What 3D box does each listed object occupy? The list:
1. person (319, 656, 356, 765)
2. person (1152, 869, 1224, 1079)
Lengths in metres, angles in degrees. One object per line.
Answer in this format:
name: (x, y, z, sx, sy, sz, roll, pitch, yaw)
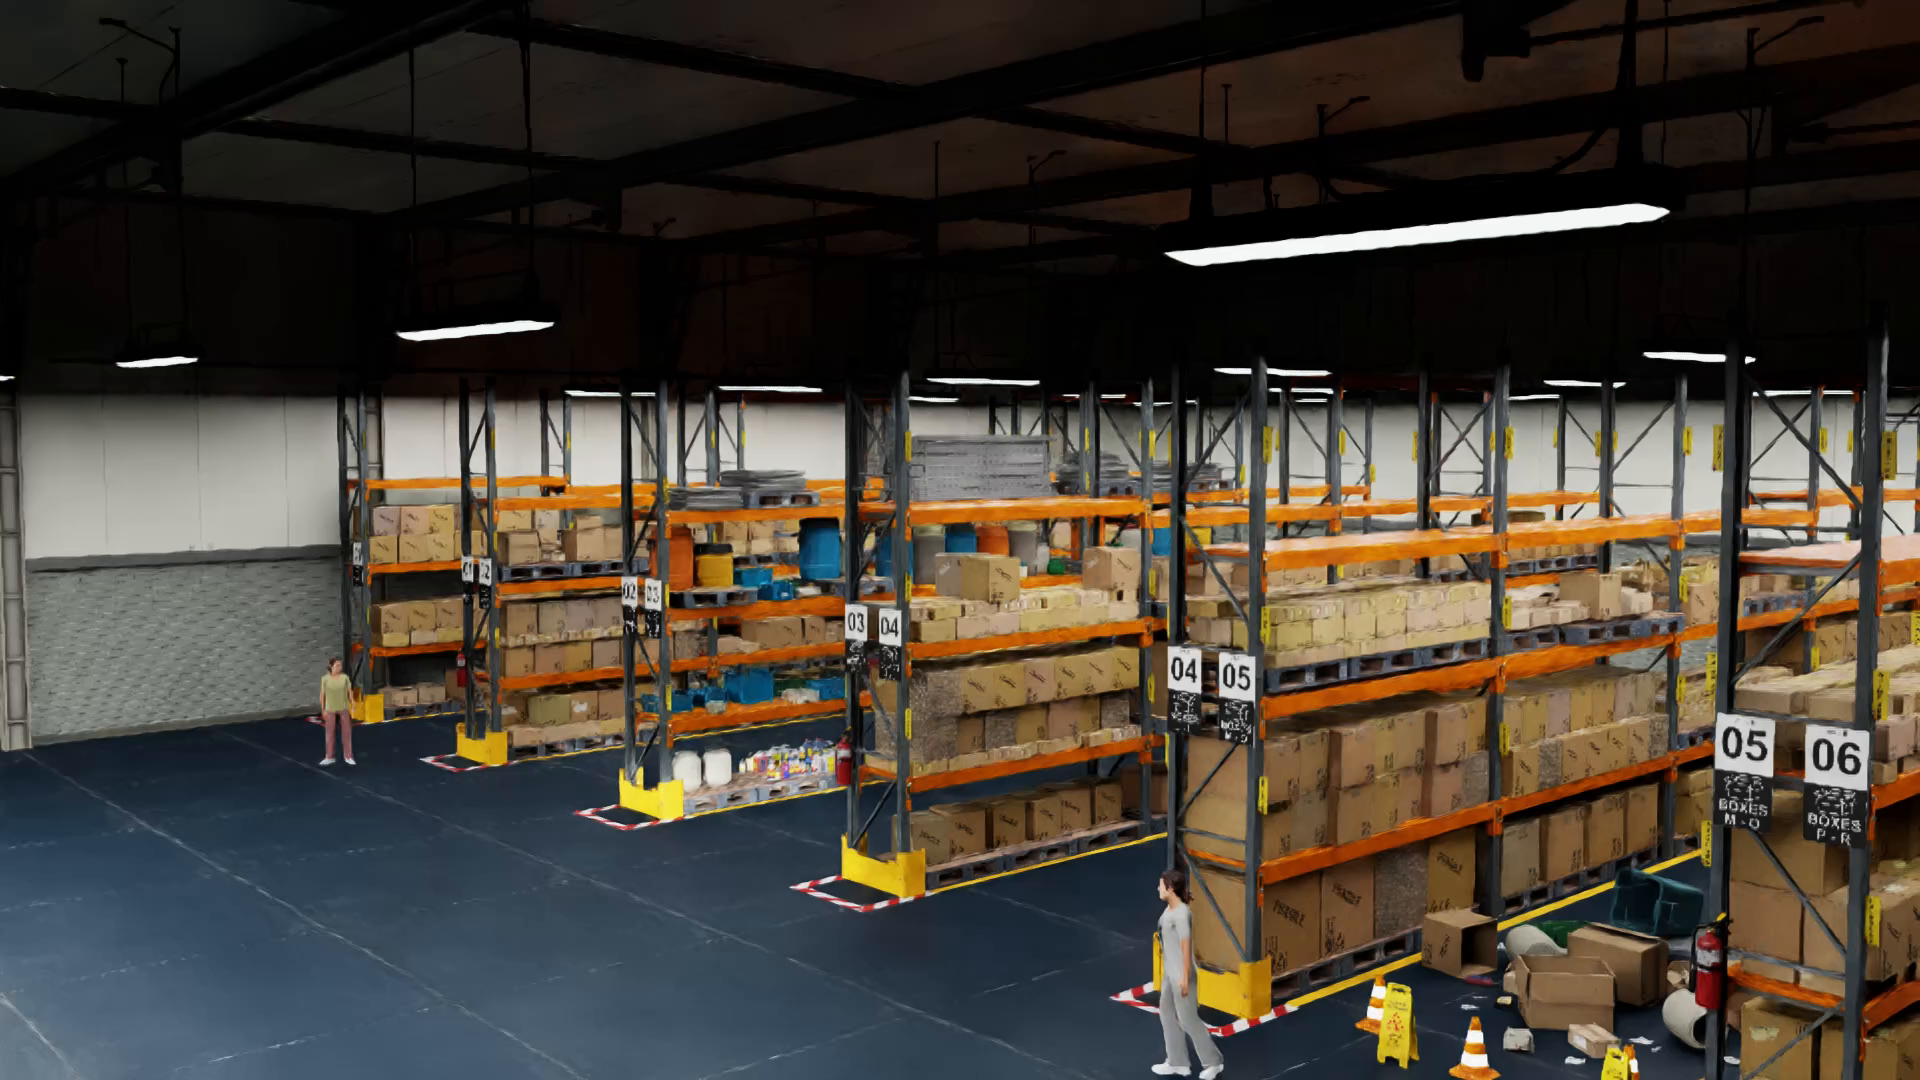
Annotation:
person: (-9.616, 2.629, 25.655, 0.549, 1.675, 0.412, -2, 4, -24)
person: (1.831, 3.466, 13.300, 0.556, 1.660, 0.510, 0, 4, -5)
